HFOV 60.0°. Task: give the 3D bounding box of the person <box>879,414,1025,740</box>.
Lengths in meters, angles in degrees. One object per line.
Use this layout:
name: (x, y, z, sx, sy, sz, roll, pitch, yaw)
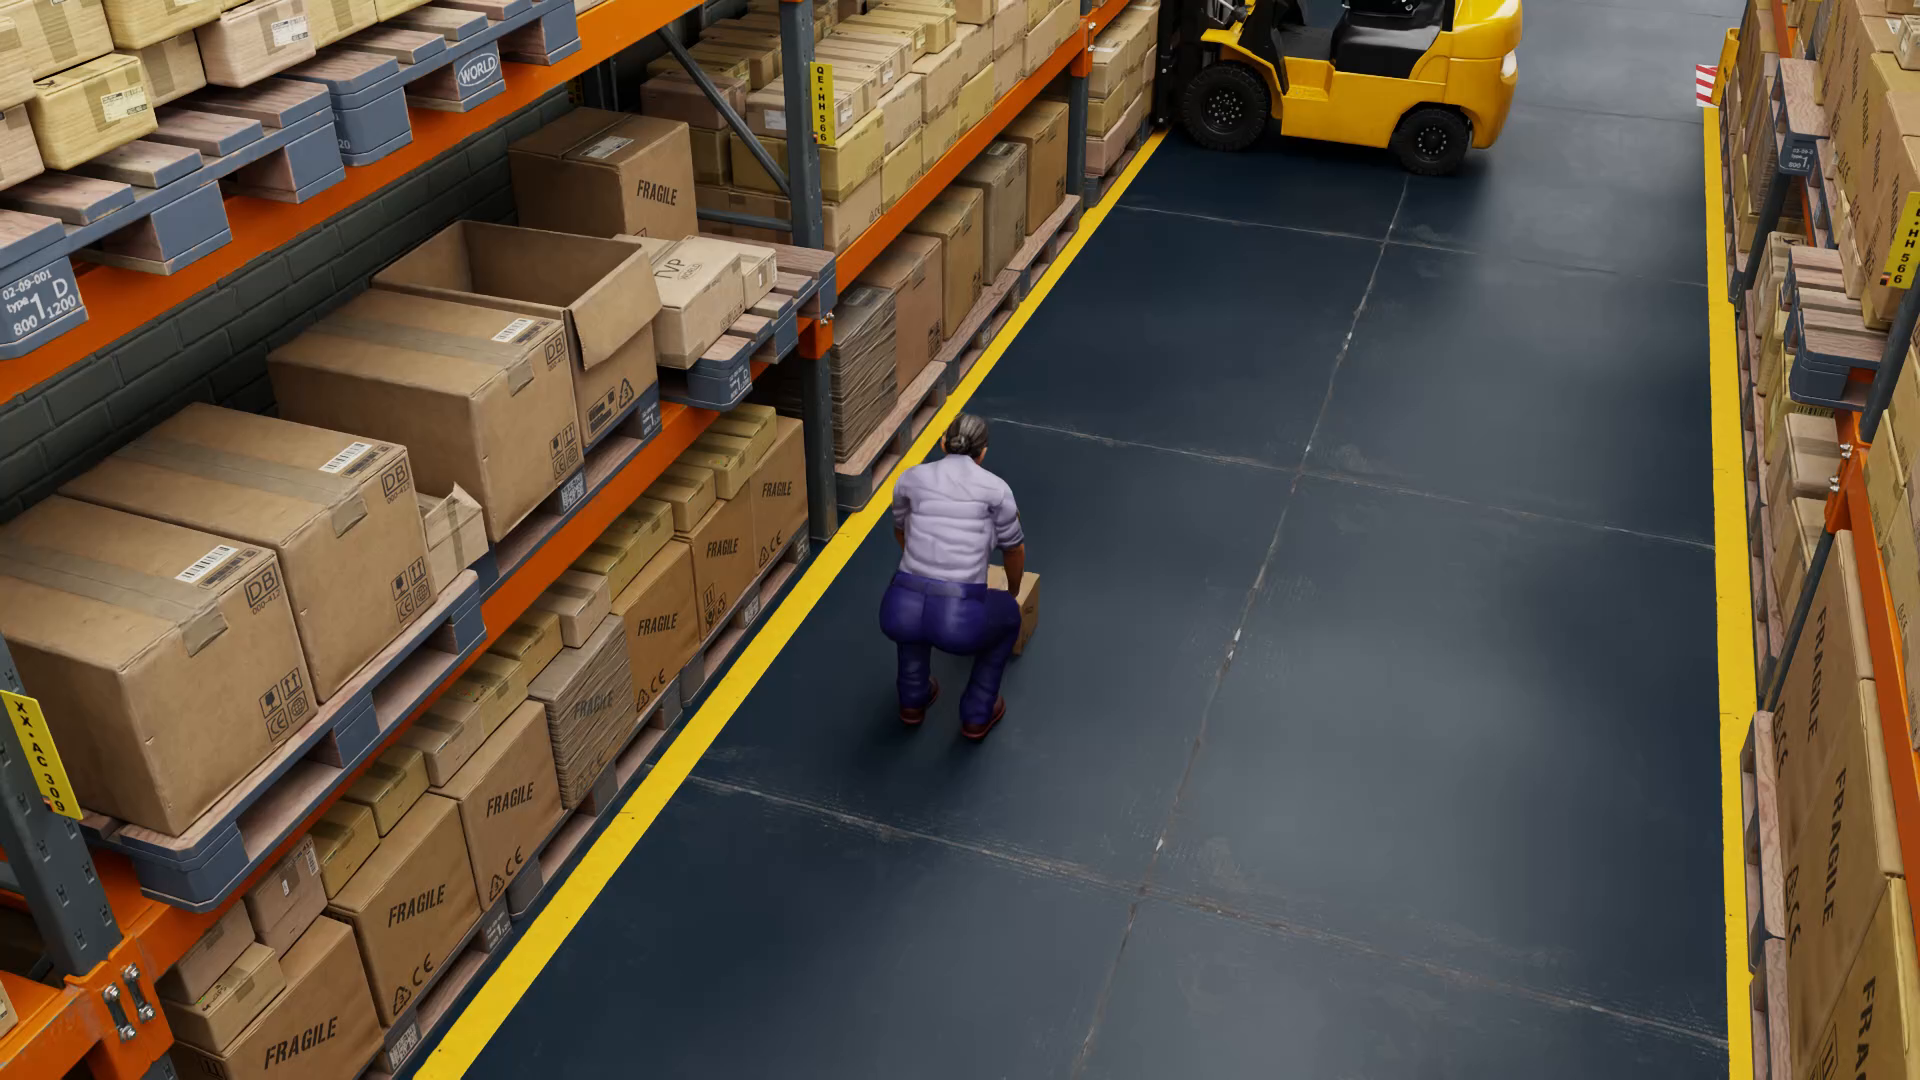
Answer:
person: (-0.053, 0.174, 6.331, 0.537, 1.169, 0.752, 11, 35, 16)
